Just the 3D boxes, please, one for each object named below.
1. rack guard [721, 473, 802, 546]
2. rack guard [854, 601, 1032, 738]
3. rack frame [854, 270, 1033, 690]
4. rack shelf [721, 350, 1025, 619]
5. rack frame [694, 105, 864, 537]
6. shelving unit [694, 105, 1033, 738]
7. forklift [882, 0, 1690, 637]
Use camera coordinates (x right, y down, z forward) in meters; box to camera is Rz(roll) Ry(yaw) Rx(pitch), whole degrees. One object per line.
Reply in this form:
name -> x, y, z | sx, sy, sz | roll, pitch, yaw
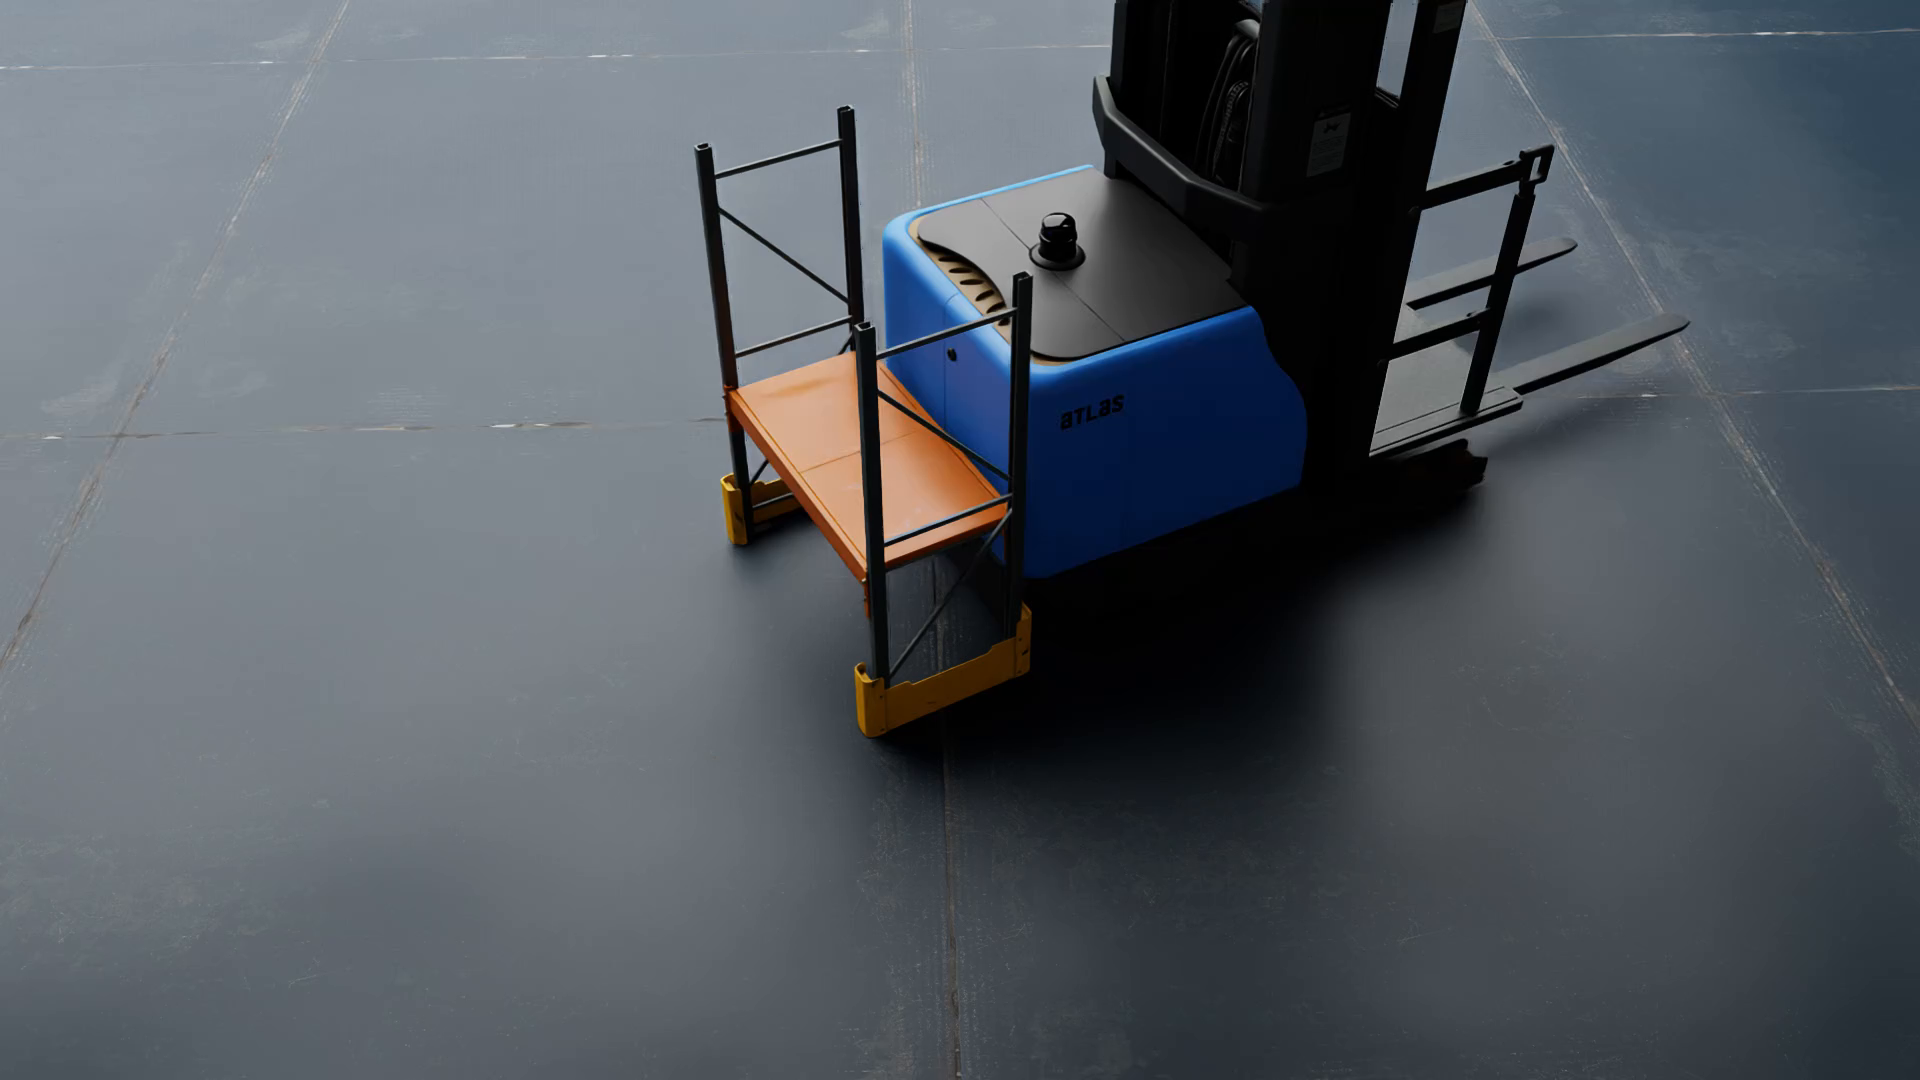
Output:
rack guard -> -0.537, -0.189, 5.771 | 0.587, 0.250, 0.087 | -21, 46, -21
rack guard -> -0.046, 0.397, 5.132 | 0.587, 0.250, 0.087 | -21, 46, -21
rack frame -> -0.037, -0.052, 4.697 | 0.500, 1.500, 0.032 | -21, 46, -21
rack shelf -> -0.287, -0.219, 5.145 | 0.538, 0.185, 1.000 | -21, 46, -21
rack frame -> -0.537, -0.650, 5.349 | 0.500, 1.500, 0.032 | -21, 46, -21
shelving unit -> -0.292, -0.357, 5.029 | 0.587, 1.500, 1.083 | -21, 46, -21
forklift -> 1.286, -1.478, 5.194 | 3.031, 2.935, 1.130 | -19, 46, -20
